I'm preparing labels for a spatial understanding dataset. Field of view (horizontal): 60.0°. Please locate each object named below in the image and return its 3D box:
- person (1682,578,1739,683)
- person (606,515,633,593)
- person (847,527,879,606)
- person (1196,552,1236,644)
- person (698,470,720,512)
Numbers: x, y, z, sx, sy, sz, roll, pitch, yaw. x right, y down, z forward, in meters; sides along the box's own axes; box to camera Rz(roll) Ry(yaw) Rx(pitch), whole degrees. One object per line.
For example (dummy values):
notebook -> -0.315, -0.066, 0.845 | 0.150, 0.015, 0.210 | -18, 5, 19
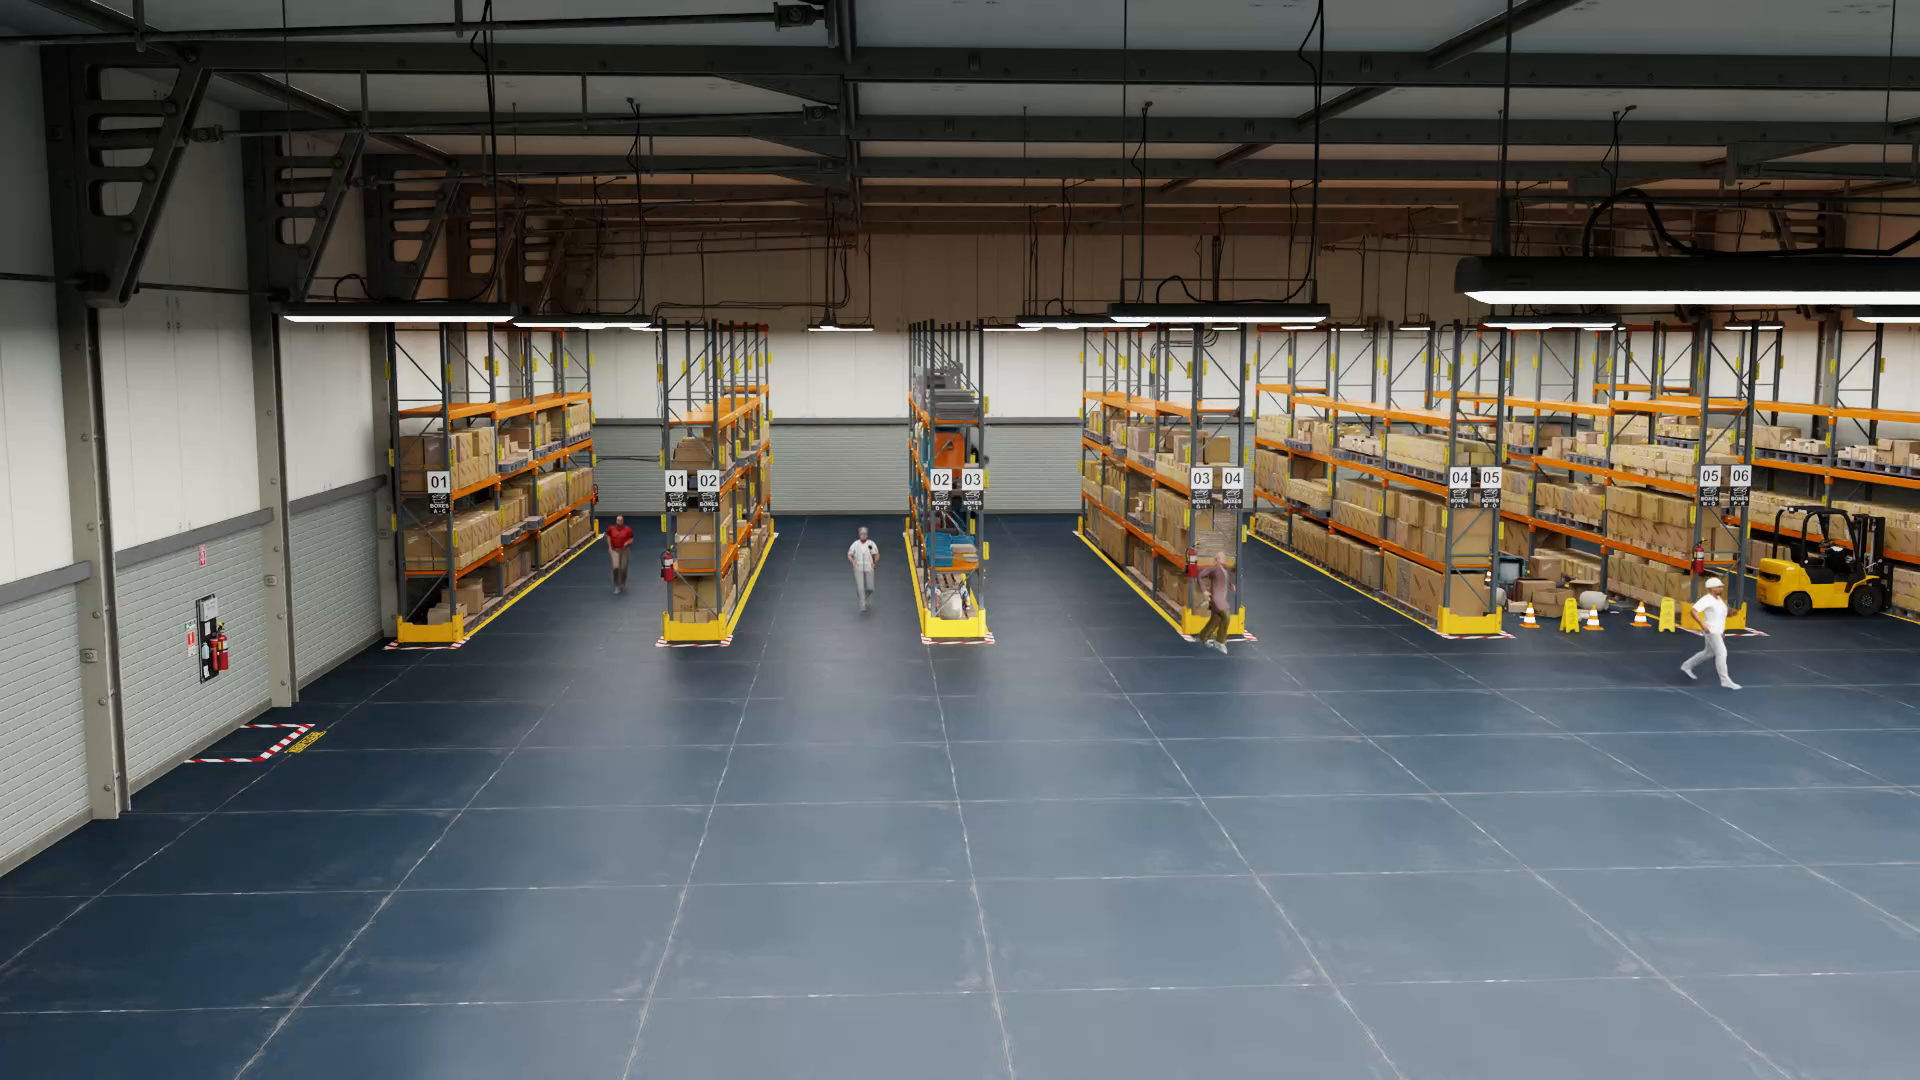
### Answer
person -> 12.189, 1.447, 27.045 | 0.821, 1.678, 0.700 | 6, 9, 38
person -> -7.577, 0.319, 37.108 | 0.573, 1.777, 0.867 | -2, 7, -17
person -> -2.005, 0.559, 34.571 | 0.661, 1.658, 0.565 | -1, 7, -6
person -> 4.680, 1.046, 30.256 | 0.733, 1.664, 0.701 | 5, 9, 35
person -> 6.299, 0.719, 27.656 | 12.931, 3.179, 19.632 | -6, 9, -39
